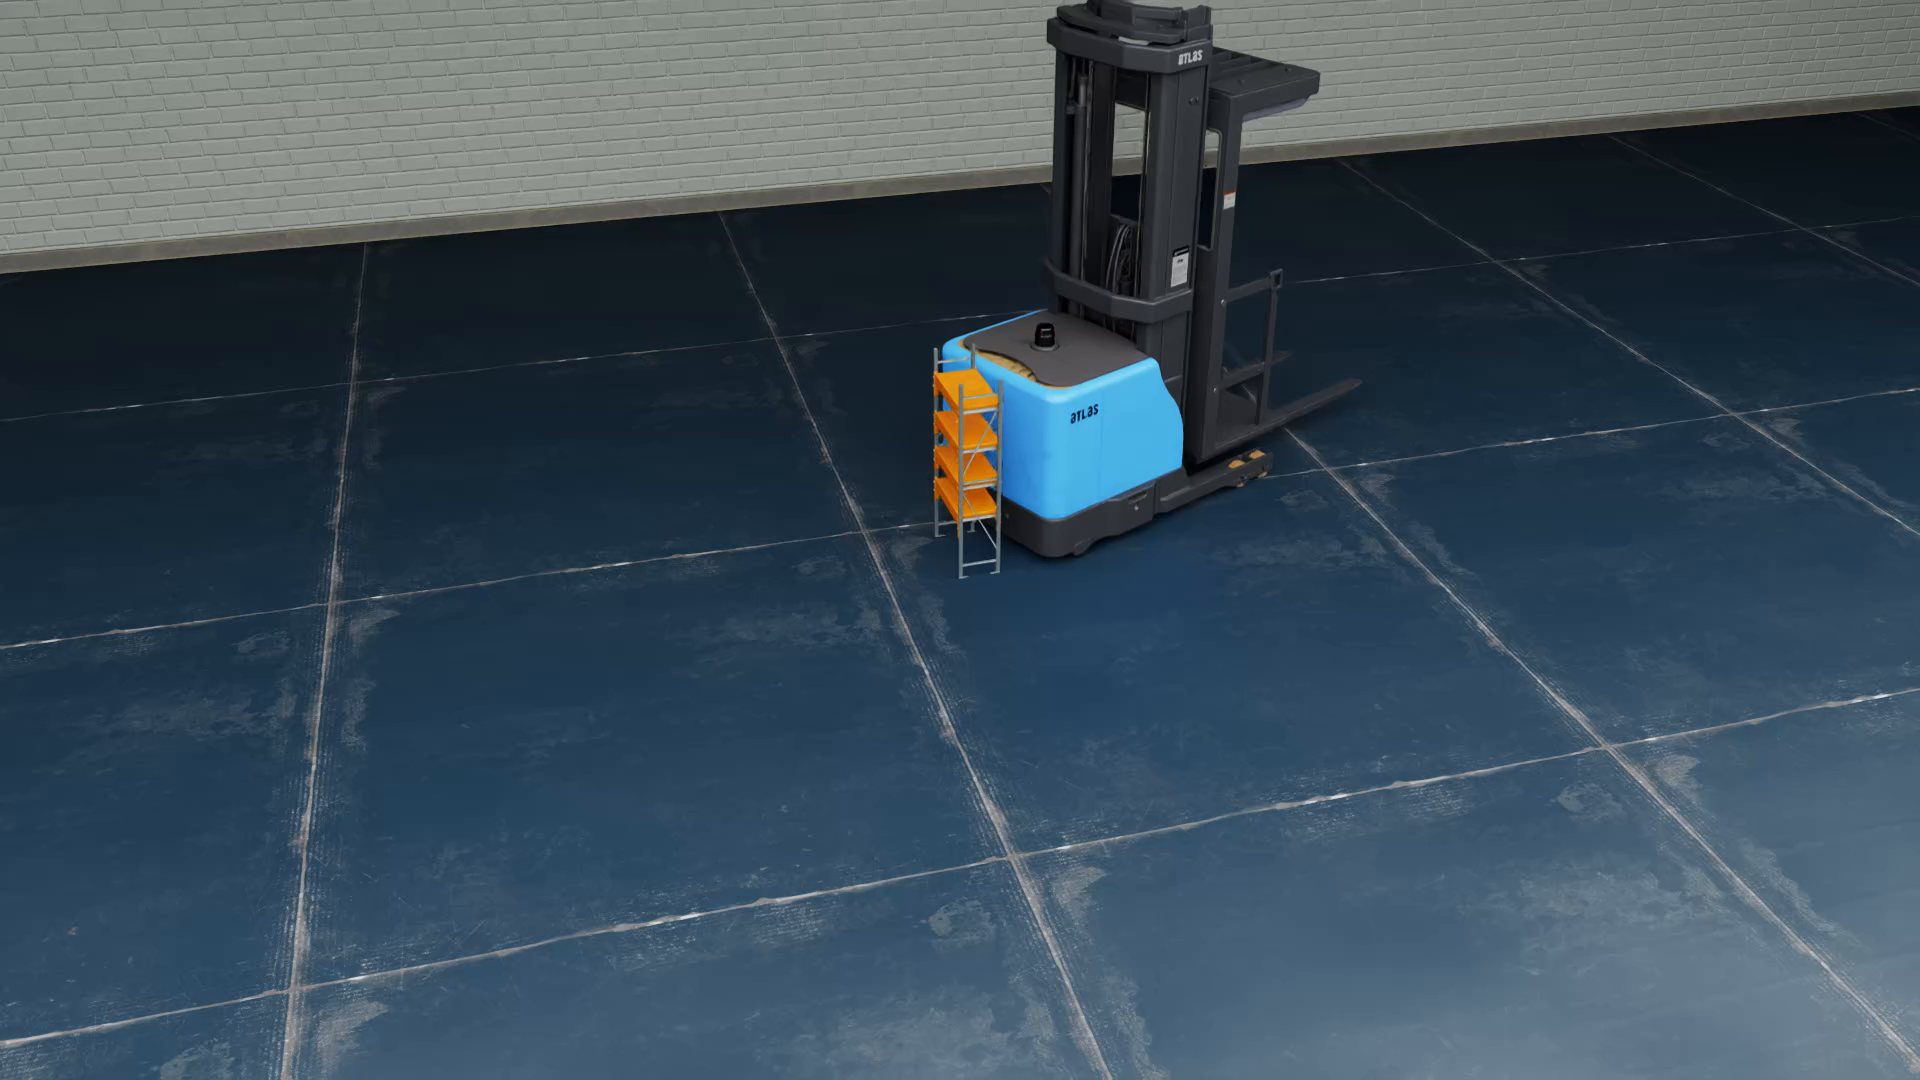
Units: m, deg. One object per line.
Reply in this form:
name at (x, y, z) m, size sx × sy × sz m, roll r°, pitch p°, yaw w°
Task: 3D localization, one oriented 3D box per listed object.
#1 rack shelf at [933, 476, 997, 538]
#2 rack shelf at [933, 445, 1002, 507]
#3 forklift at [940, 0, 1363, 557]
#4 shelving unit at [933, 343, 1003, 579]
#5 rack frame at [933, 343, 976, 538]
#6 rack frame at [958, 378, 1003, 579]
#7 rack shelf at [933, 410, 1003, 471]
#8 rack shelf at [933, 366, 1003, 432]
rack shelf at (0.038, -0.206, 9.438) m, size 0.258 × 0.148 × 0.480 m, roll -8°, pitch 31°, yaw -15°
rack shelf at (0.039, -0.378, 9.339) m, size 0.258 × 0.148 × 0.480 m, roll -8°, pitch 31°, yaw -15°
forklift at (1.331, -1.776, 9.893) m, size 3.031 × 2.935 × 1.130 m, roll -23°, pitch 37°, yaw -34°
shelving unit at (0.039, -0.436, 9.305) m, size 0.258 × 1.200 × 0.503 m, roll -8°, pitch 31°, yaw -15°
rack frame at (-0.031, -0.553, 9.507) m, size 0.240 × 1.200 × 0.015 m, roll -8°, pitch 31°, yaw -15°
rack frame at (0.110, -0.319, 9.103) m, size 0.240 × 1.200 × 0.015 m, roll -8°, pitch 31°, yaw -15°
rack shelf at (0.040, -0.572, 9.227) m, size 0.258 × 0.148 × 0.480 m, roll -8°, pitch 31°, yaw -15°
rack shelf at (0.040, -0.777, 9.109) m, size 0.258 × 0.148 × 0.480 m, roll -8°, pitch 31°, yaw -15°
